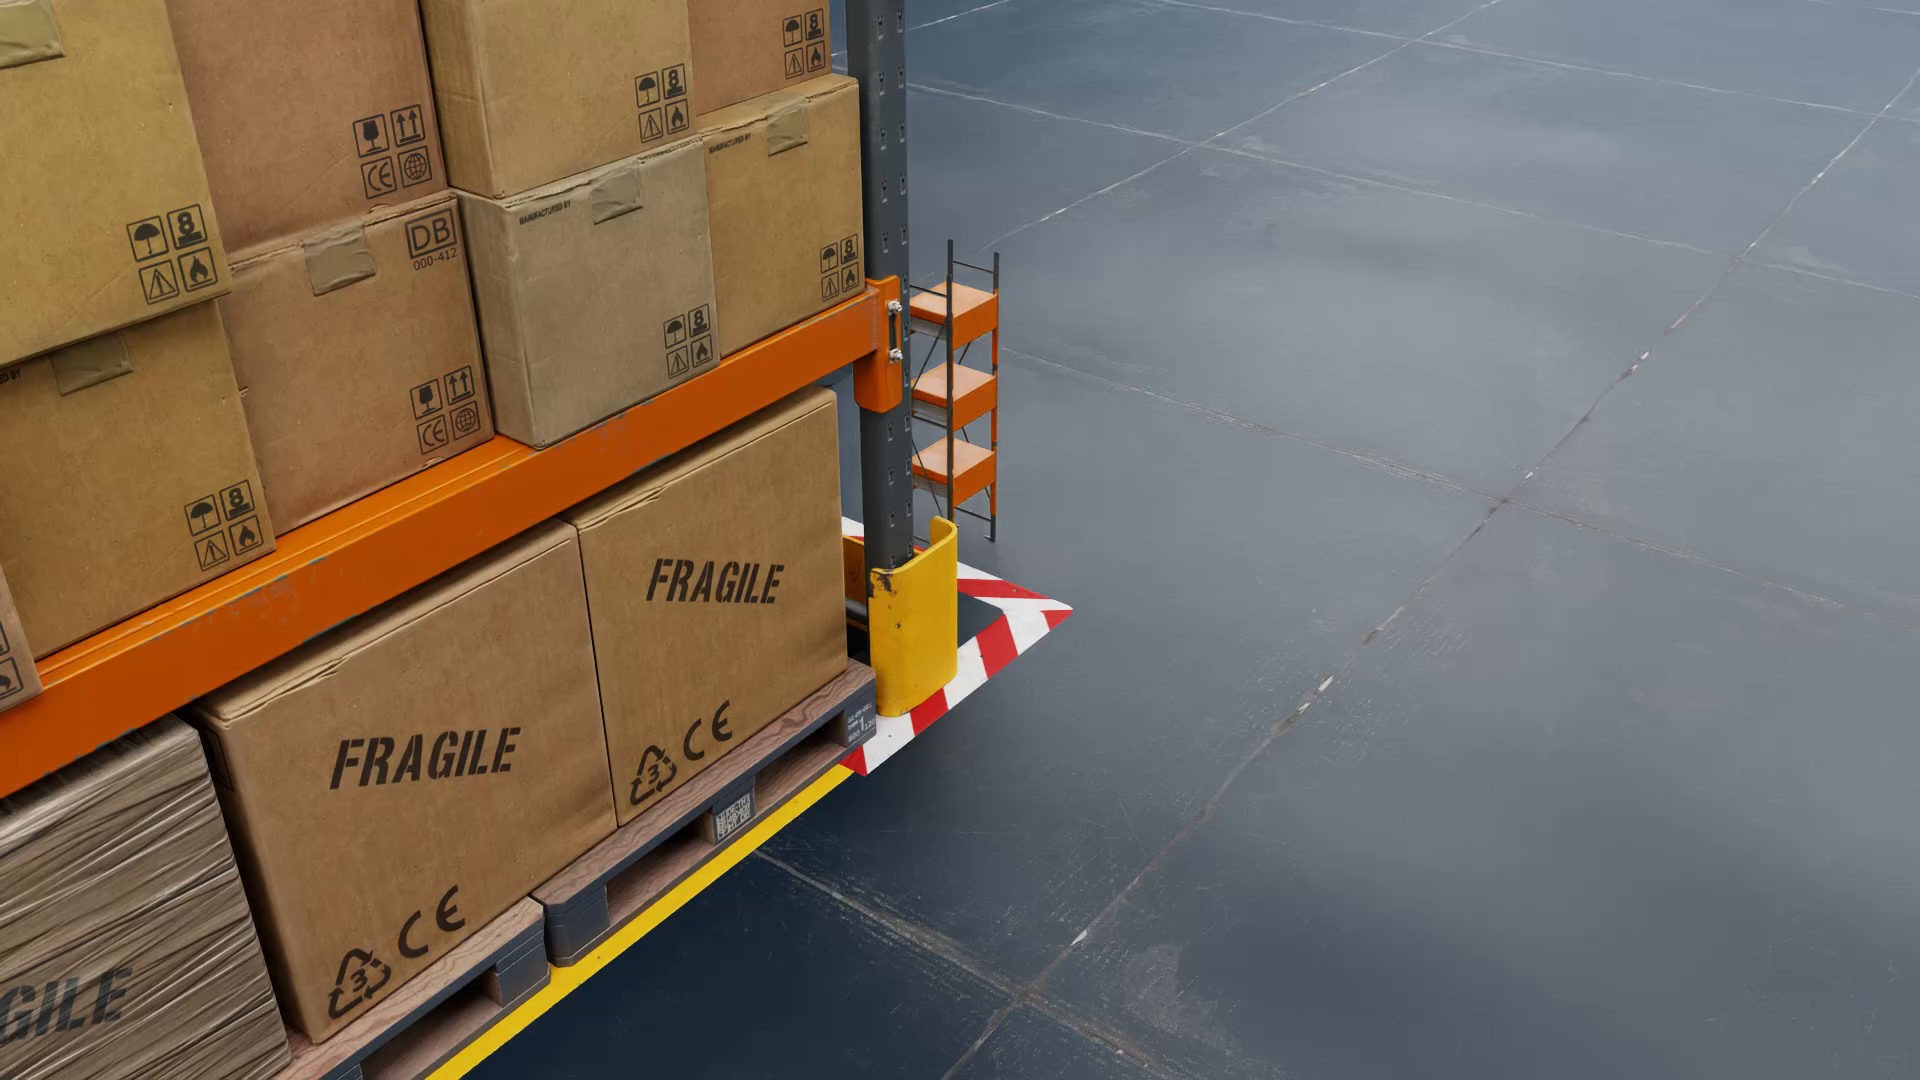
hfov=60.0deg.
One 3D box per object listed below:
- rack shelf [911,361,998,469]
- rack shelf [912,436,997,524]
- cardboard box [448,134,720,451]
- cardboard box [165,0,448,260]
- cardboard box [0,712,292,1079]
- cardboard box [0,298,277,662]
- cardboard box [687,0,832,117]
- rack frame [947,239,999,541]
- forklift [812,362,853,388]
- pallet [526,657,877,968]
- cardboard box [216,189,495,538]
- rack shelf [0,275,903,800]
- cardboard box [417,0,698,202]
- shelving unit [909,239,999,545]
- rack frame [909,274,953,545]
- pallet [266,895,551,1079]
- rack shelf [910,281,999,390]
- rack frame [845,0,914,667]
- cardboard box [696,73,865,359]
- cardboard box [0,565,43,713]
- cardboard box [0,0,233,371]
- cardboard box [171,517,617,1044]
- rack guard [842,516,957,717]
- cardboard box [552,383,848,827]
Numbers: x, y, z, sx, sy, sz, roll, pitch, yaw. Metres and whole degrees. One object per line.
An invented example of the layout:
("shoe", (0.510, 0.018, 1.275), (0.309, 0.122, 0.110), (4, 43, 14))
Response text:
("rack shelf", (-0.032, -0.421, 5.451), (0.215, 0.259, 0.240), (21, 37, 31))
("rack shelf", (-0.032, -0.182, 5.593), (0.215, 0.259, 0.240), (21, 37, 31))
("cardboard box", (-1.069, -0.666, 3.785), (0.875, 0.550, 0.550), (21, 37, 31))
("cardboard box", (-1.526, -0.949, 3.203), (0.875, 0.550, 0.550), (21, 37, 31))
("cardboard box", (-2.004, 0.761, 3.196), (0.875, 0.875, 0.875), (21, 37, 32))
("cardboard box", (-1.794, -0.249, 3.081), (0.875, 0.550, 0.500), (21, 37, 31))
("cardboard box", (-0.821, -1.387, 3.942), (0.875, 0.550, 0.550), (21, 37, 31))
("rack frame", (0.041, -0.480, 5.529), (0.200, 1.050, 0.008), (21, 37, 31))
("forklift", (-1.839, -2.205, 6.595), (3.031, 2.935, 1.130), (19, 36, 29))
("pallet", (-0.986, 0.552, 4.612), (1.003, 0.211, 1.213), (21, 37, 31))
("cardboard box", (-1.507, -0.477, 3.466), (0.875, 0.550, 0.550), (21, 37, 31))
("rack shelf", (-1.773, 0.126, 3.301), (1.077, 0.370, 4.000), (21, 37, 31))
("cardboard box", (-1.079, -1.135, 3.517), (0.875, 0.550, 0.550), (21, 37, 31))
("shelving unit", (-0.032, -0.430, 5.446), (0.215, 1.050, 0.252), (21, 37, 31))
("rack frame", (-0.106, -0.380, 5.362), (0.200, 1.050, 0.008), (21, 37, 31))
("pallet", (-1.723, 1.046, 3.778), (1.003, 0.211, 1.213), (21, 37, 31))
("rack shelf", (-0.032, -0.665, 5.307), (0.215, 0.259, 0.240), (21, 37, 31))
("rack frame", (-0.566, -0.997, 4.490), (1.000, 3.000, 0.127), (21, 37, 31))
("cardboard box", (-0.754, -0.896, 4.173), (0.875, 0.550, 0.550), (21, 37, 31))
("cardboard box", (-2.034, -0.003, 2.665), (0.875, 0.550, 0.550), (21, 37, 31))
("cardboard box", (-1.742, -0.694, 2.772), (0.875, 0.550, 0.500), (21, 37, 31))
("cardboard box", (-1.452, 0.391, 3.820), (0.875, 0.875, 0.875), (20, 36, 31))
("rack guard", (-0.552, 0.069, 5.143), (1.175, 0.500, 0.348), (21, 37, 31))
("cardboard box", (-0.923, 0.033, 4.425), (0.875, 0.875, 0.875), (21, 37, 32))
